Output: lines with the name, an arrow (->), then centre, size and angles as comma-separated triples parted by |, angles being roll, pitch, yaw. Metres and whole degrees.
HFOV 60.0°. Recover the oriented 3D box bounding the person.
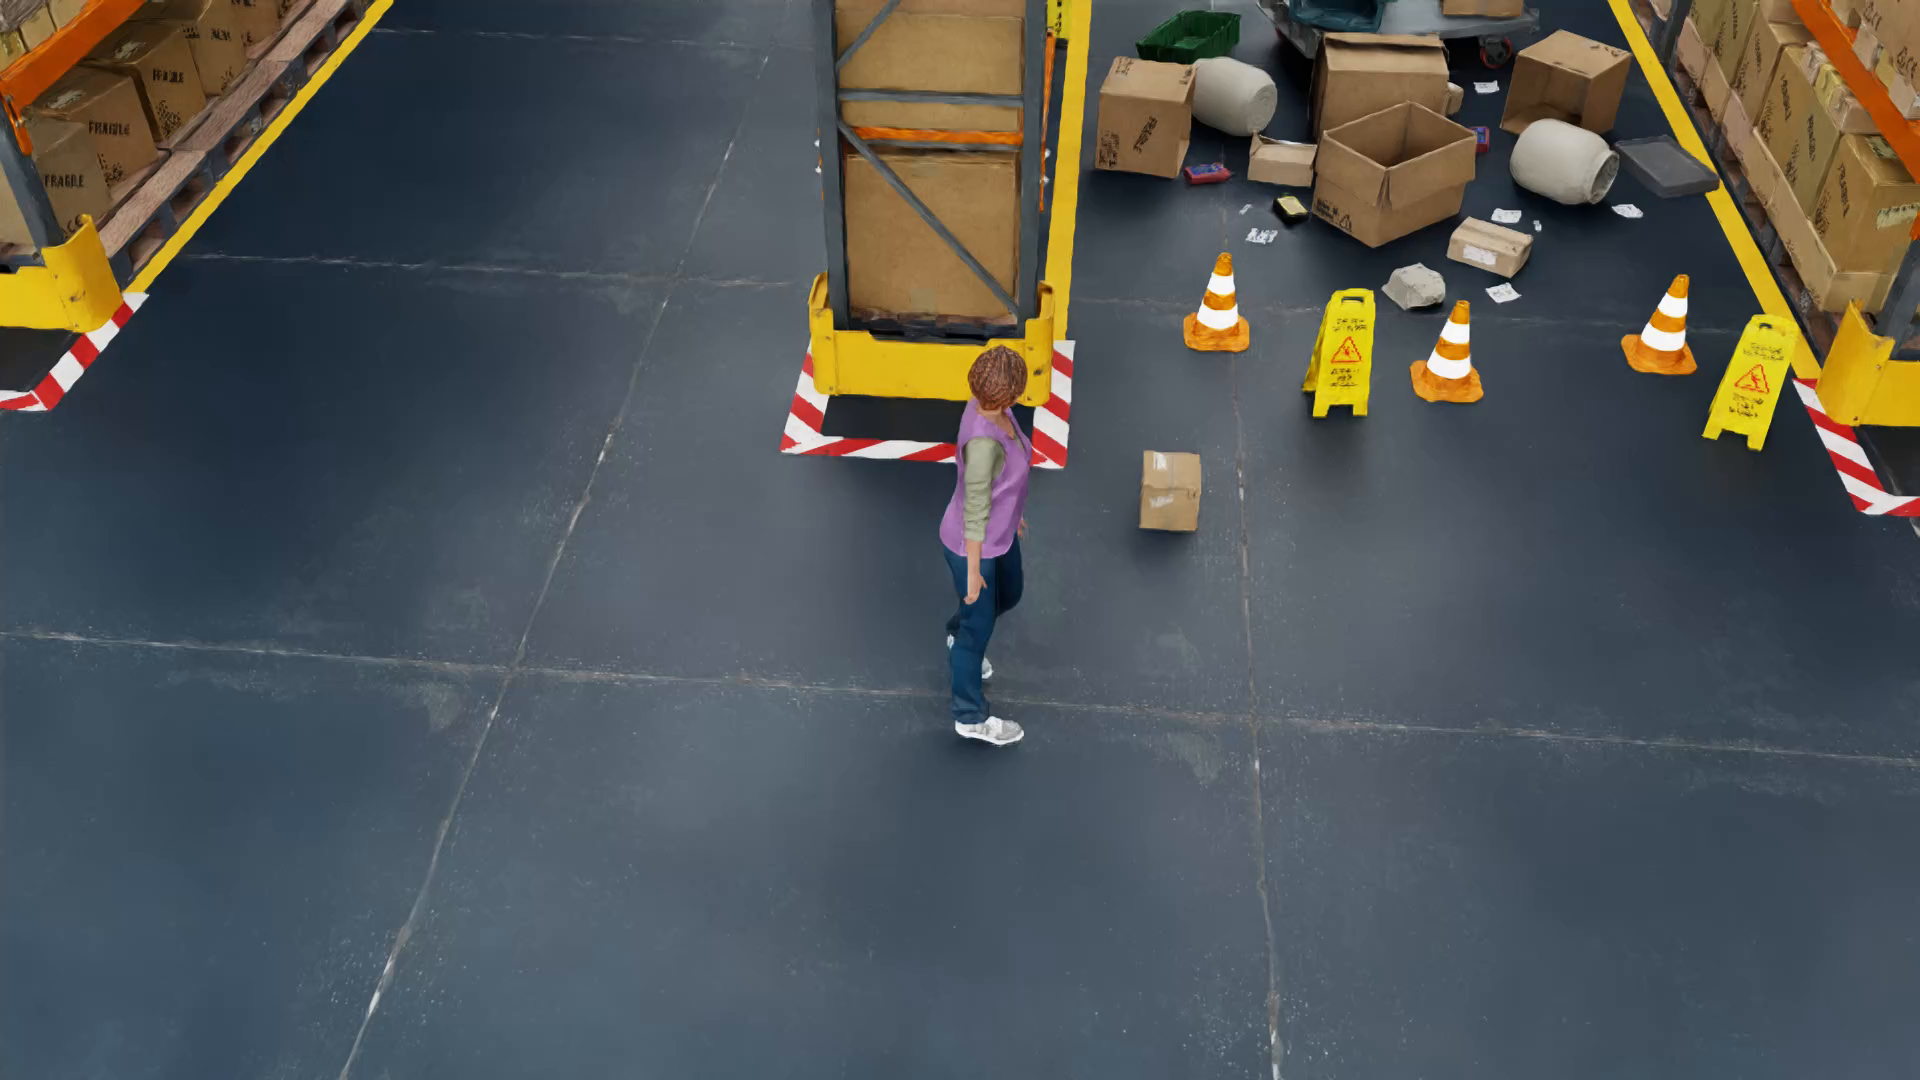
person -> 0.095, 0.018, 6.165 | 0.442, 1.559, 0.544 | 12, 42, 13
